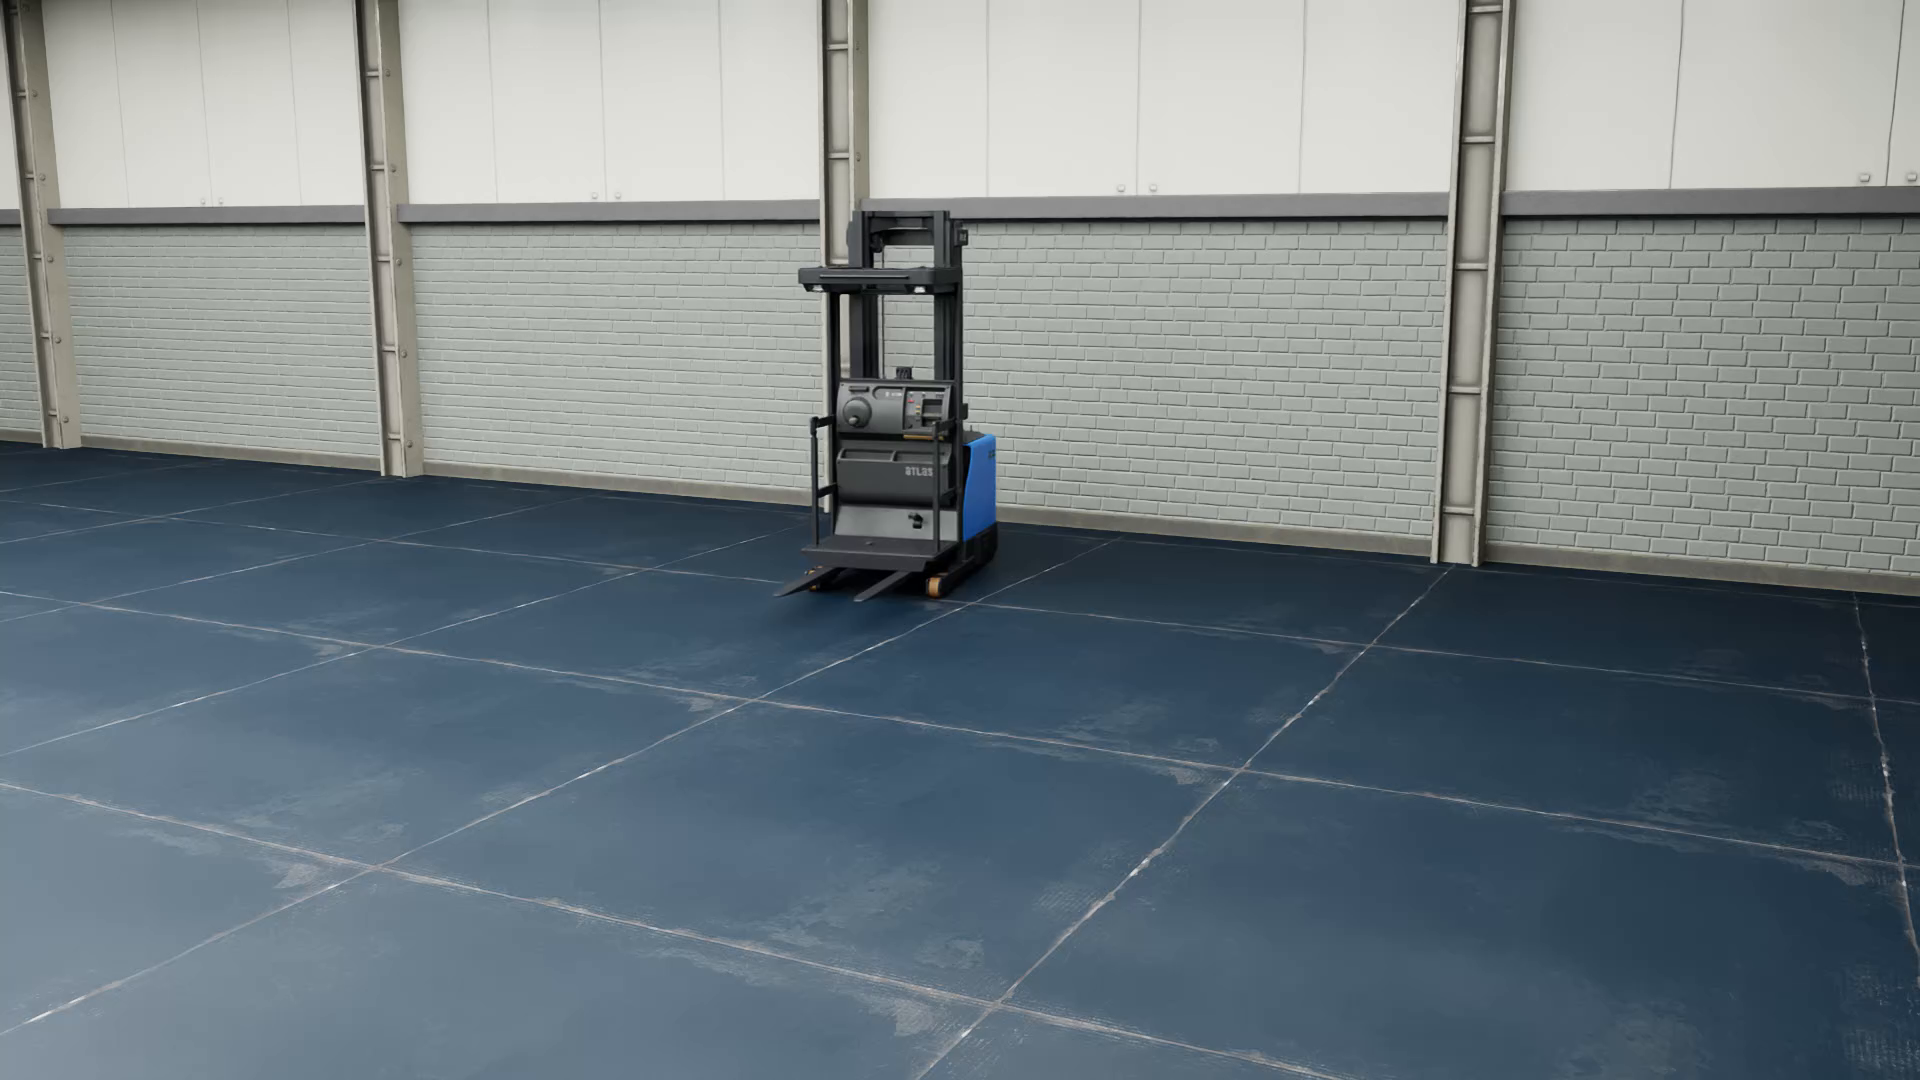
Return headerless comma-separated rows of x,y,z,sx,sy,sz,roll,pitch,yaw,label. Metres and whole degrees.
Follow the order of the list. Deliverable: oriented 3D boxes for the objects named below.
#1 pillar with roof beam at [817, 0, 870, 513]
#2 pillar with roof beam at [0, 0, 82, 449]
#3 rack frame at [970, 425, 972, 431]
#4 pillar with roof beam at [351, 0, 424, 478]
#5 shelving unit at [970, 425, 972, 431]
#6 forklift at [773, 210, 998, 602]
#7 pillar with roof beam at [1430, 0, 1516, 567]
-3.033,-4.029,12.225,0.400,9.000,9.100,5,11,26,pillar with roof beam
-13.795,-4.975,17.449,0.400,9.000,9.100,5,11,26,pillar with roof beam
0.061,-0.511,15.107,0.008,1.050,0.200,5,11,26,rack frame
-8.414,-4.502,14.837,0.400,9.000,9.100,5,11,26,pillar with roof beam
-0.048,-0.521,15.160,0.252,1.050,0.215,5,11,26,shelving unit
-0.580,-1.073,12.926,1.130,2.935,3.031,3,11,16,forklift
2.347,-3.556,9.612,0.400,9.000,9.100,5,11,26,pillar with roof beam
